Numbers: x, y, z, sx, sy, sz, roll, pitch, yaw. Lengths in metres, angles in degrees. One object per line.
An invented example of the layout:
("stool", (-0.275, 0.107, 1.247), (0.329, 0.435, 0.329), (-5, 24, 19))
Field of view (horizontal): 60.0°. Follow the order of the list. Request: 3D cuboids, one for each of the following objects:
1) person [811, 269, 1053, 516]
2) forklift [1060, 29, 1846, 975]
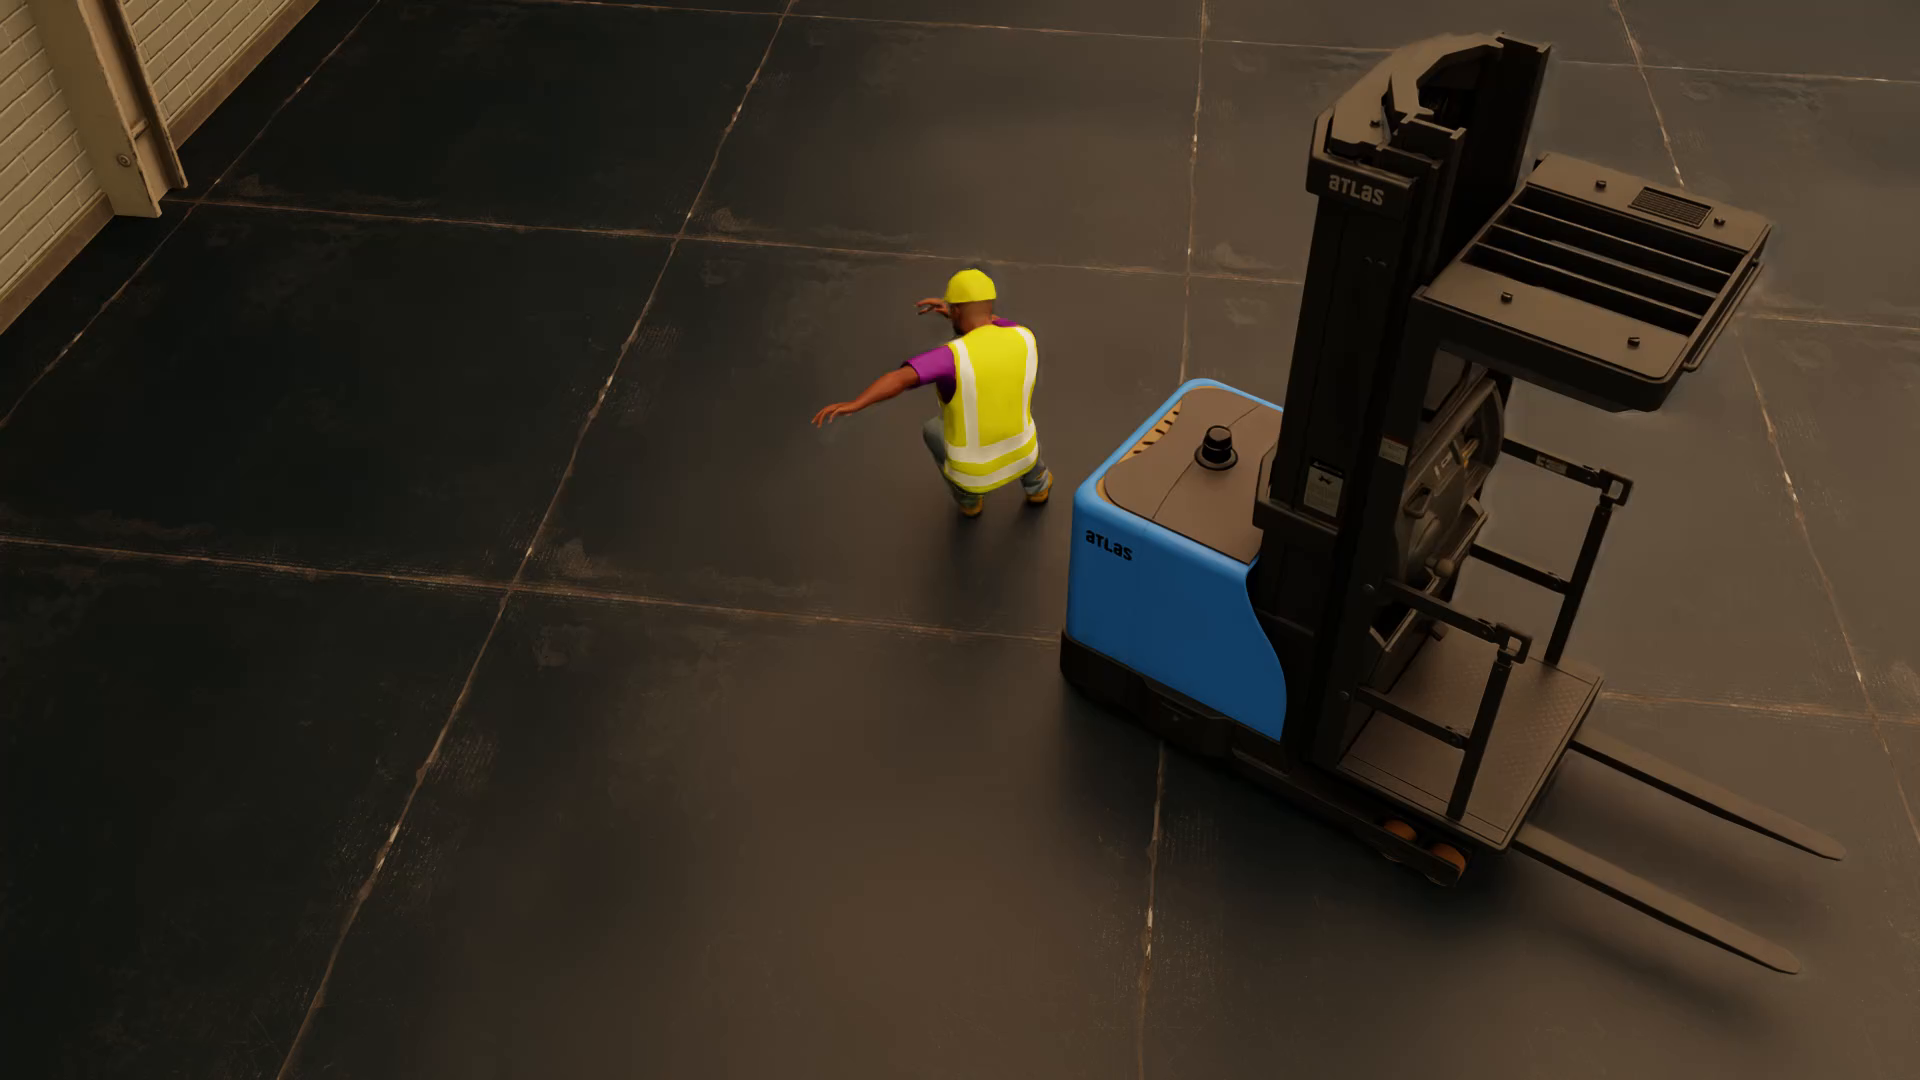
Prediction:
("person", (-0.086, -0.495, 7.401), (1.429, 1.432, 0.727), (-19, 46, -20))
("forklift", (1.925, -0.156, 5.894), (3.031, 2.935, 1.130), (26, 49, 25))
